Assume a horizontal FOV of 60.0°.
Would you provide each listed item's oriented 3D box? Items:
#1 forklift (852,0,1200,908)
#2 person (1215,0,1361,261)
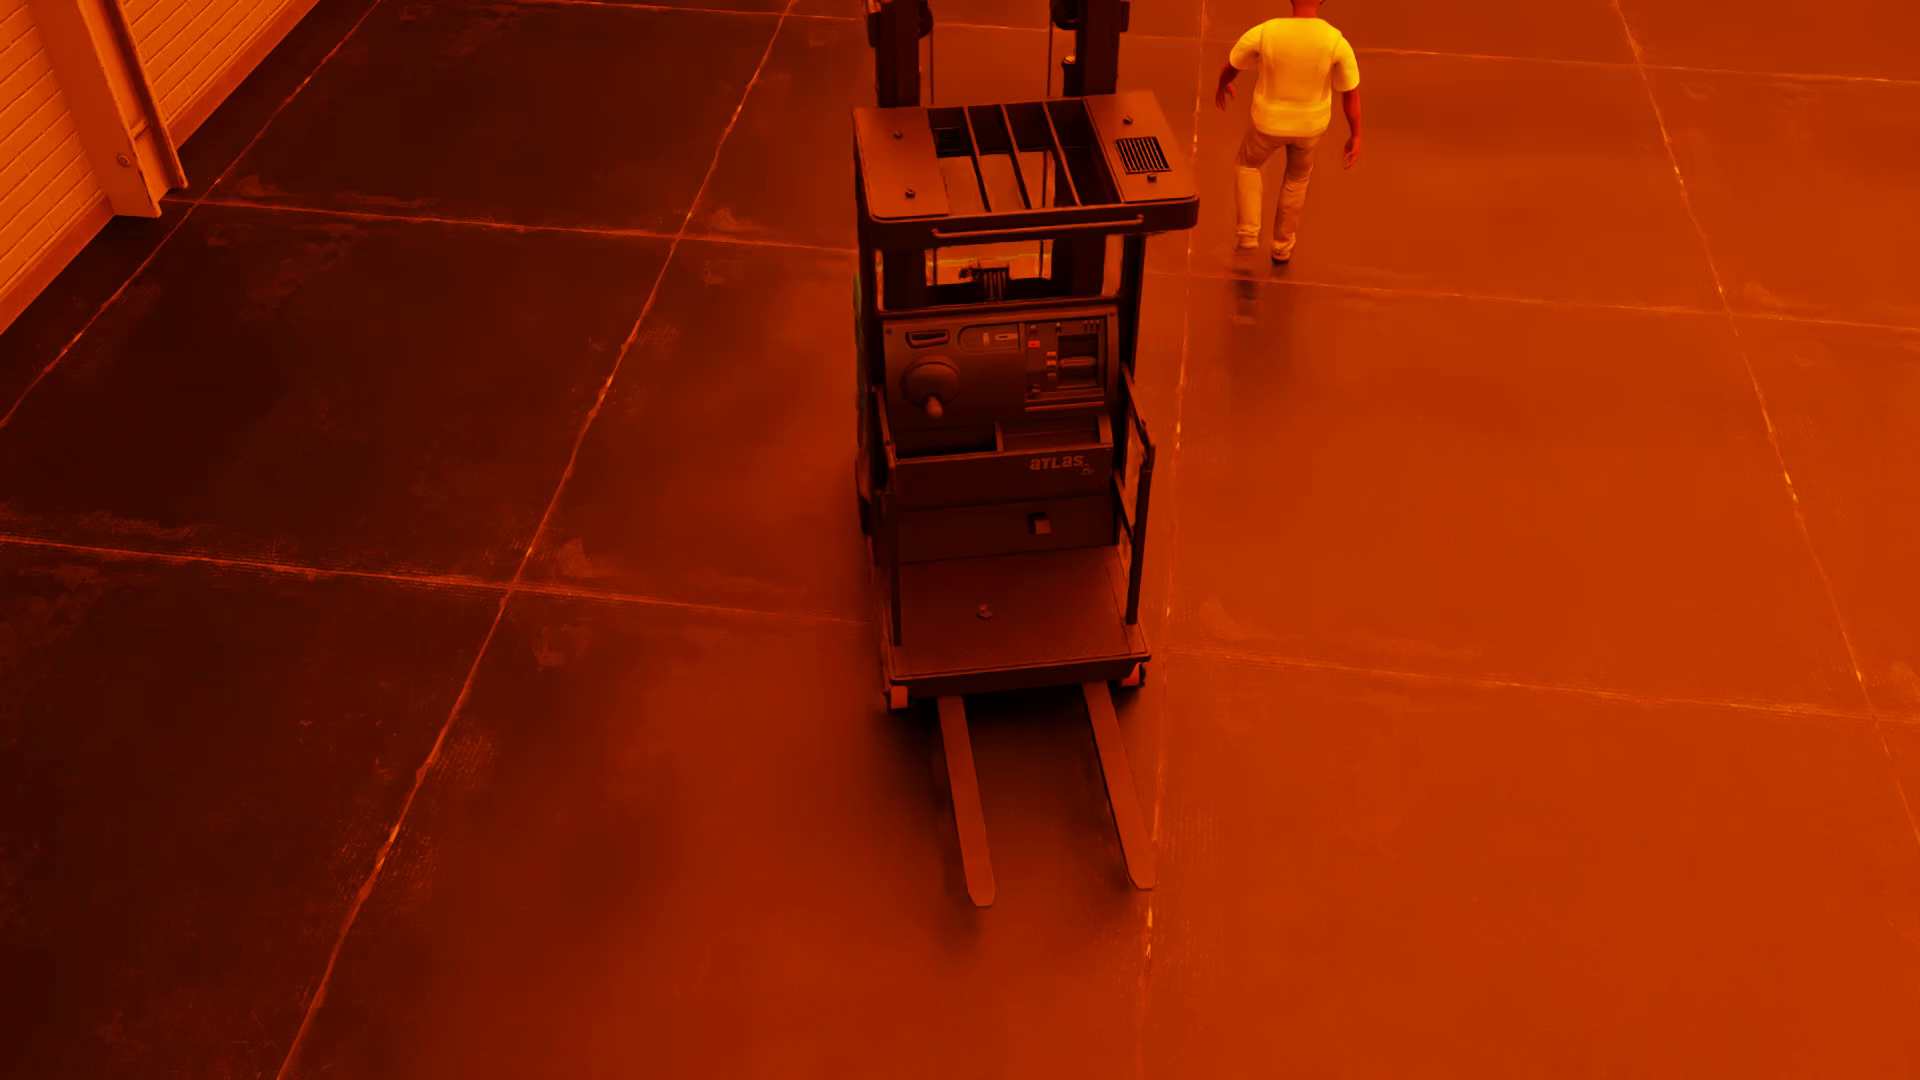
[{"bbox_3d":[0.194,-0.613,6.391,1.130,2.935,3.031,-5,43,-5],"label":"forklift"},{"bbox_3d":[1.789,-2.291,9.095,0.800,1.747,0.539,6,43,7],"label":"person"}]
